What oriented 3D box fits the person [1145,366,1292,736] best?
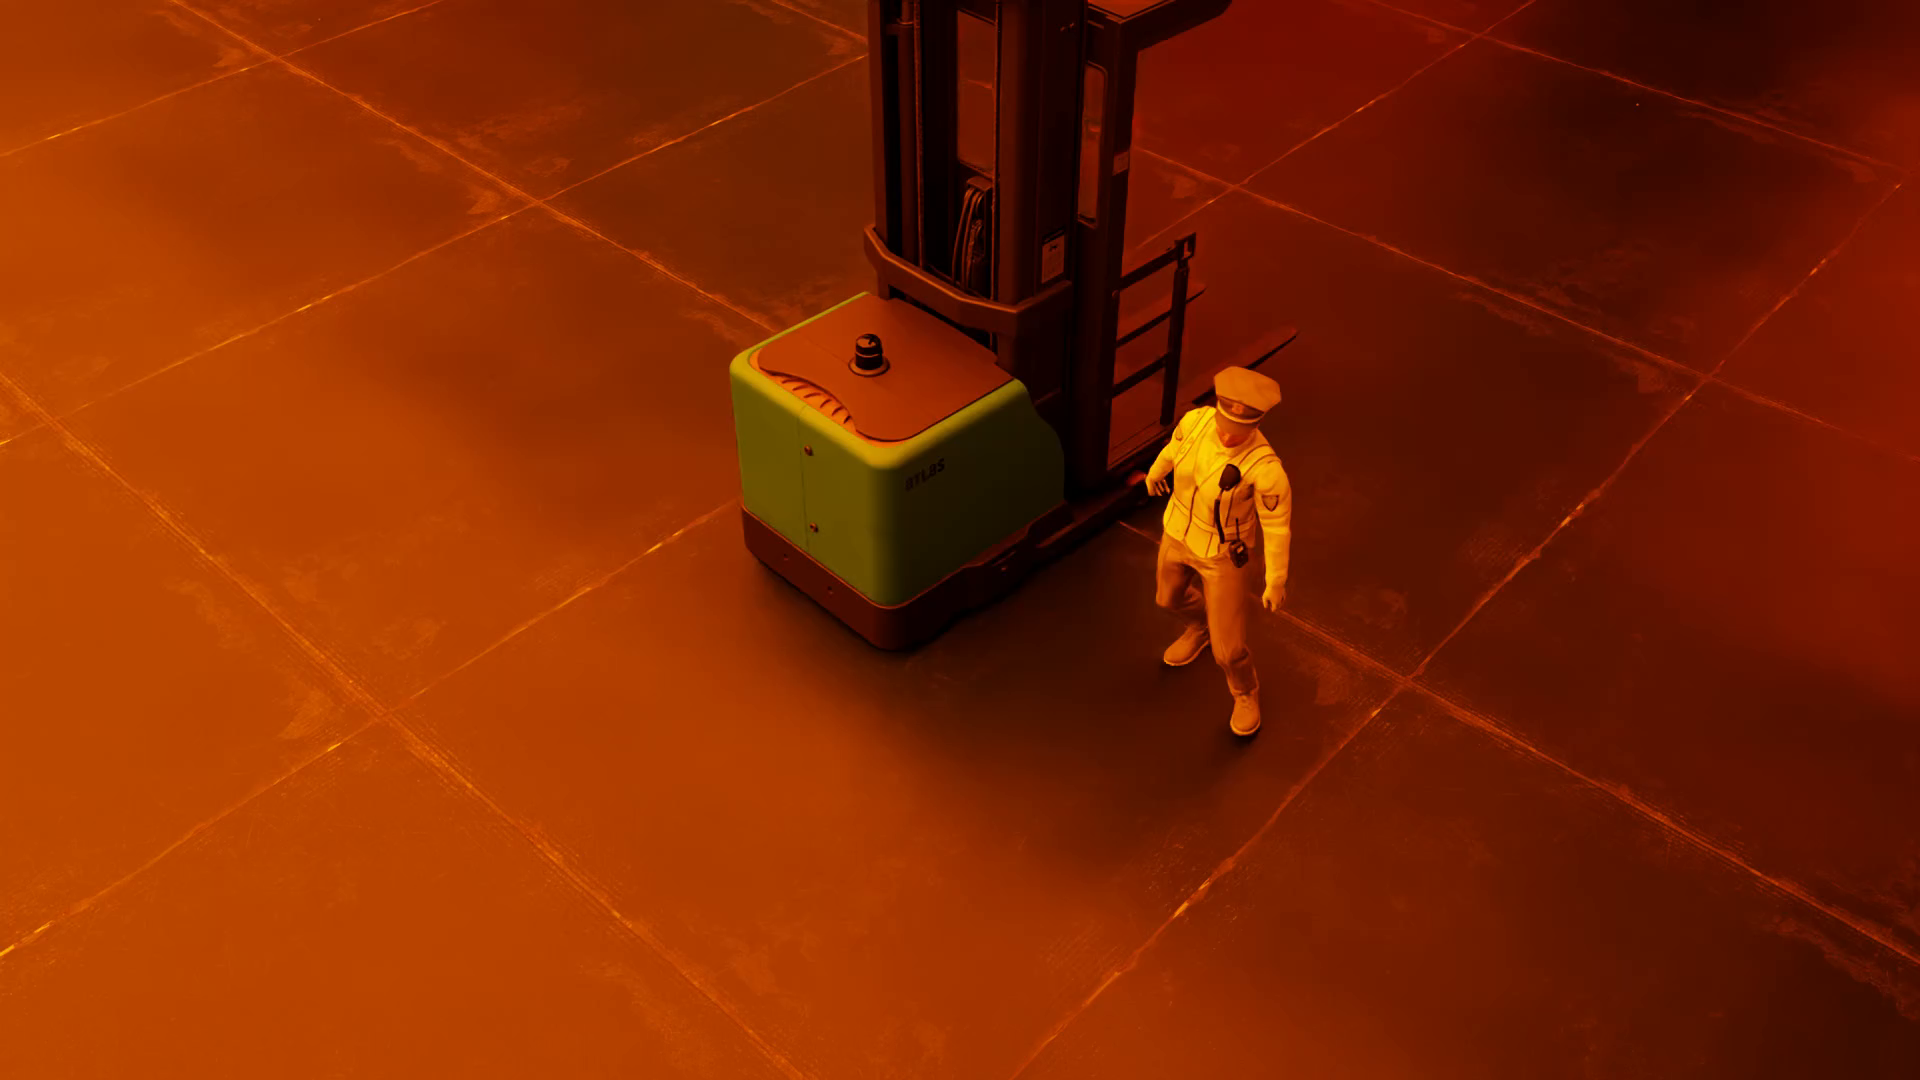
[{"bbox_3d":[1.000,-0.032,6.482,0.462,1.641,0.795,-27,48,-28],"label":"person"}]

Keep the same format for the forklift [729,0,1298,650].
[{"bbox_3d":[0.431,-1.495,7.171,3.031,2.935,1.130,-32,50,-32],"label":"forklift"}]
